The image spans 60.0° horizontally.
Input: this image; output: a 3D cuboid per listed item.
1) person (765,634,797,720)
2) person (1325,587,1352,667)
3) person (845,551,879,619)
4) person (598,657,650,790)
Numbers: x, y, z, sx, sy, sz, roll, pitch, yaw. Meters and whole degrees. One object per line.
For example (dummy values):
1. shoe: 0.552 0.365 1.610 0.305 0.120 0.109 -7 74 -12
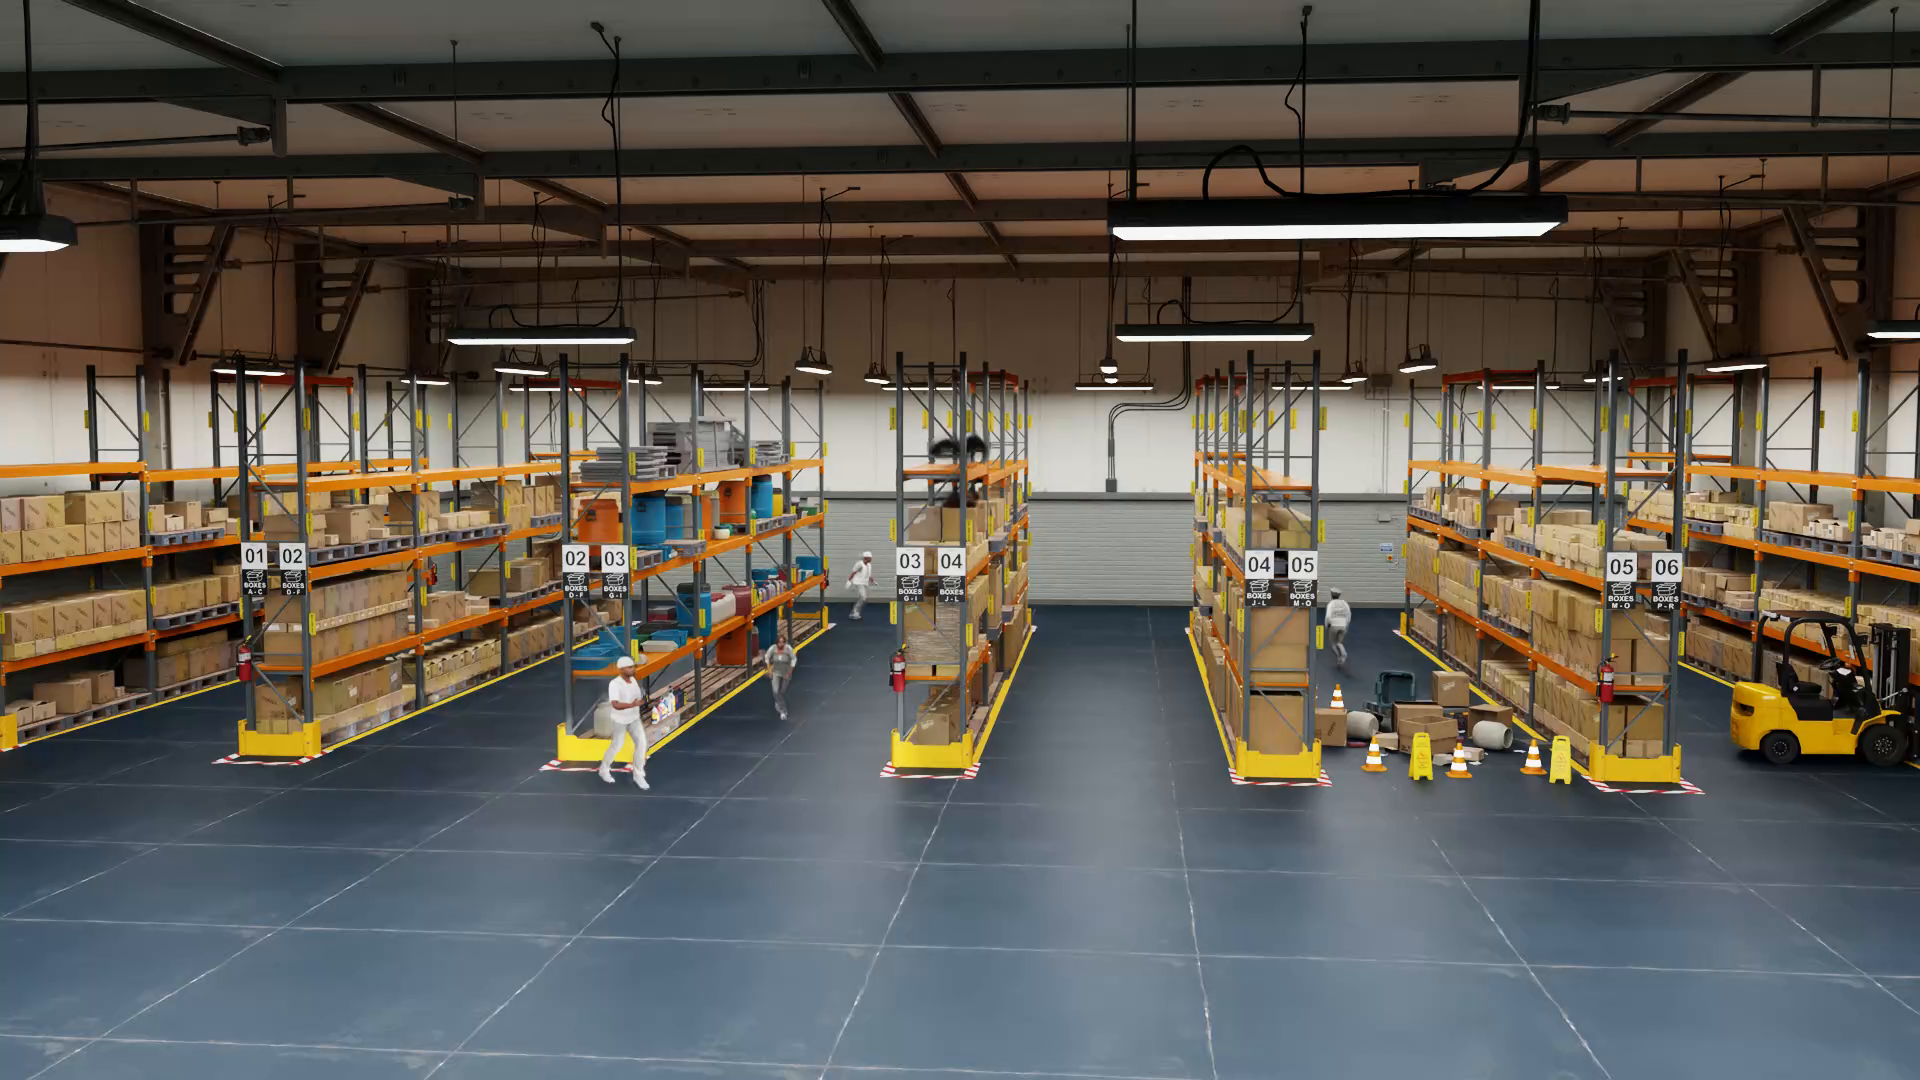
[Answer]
1. person: -3.038 2.298 28.191 0.538 1.492 0.920 0 4 -5
2. person: 7.709 1.791 33.803 0.617 1.634 0.565 -1 4 -15
3. person: -2.477 1.146 42.001 0.688 1.723 0.701 2 5 28
4. person: -4.590 2.498 22.744 0.870 1.823 0.662 3 5 33
